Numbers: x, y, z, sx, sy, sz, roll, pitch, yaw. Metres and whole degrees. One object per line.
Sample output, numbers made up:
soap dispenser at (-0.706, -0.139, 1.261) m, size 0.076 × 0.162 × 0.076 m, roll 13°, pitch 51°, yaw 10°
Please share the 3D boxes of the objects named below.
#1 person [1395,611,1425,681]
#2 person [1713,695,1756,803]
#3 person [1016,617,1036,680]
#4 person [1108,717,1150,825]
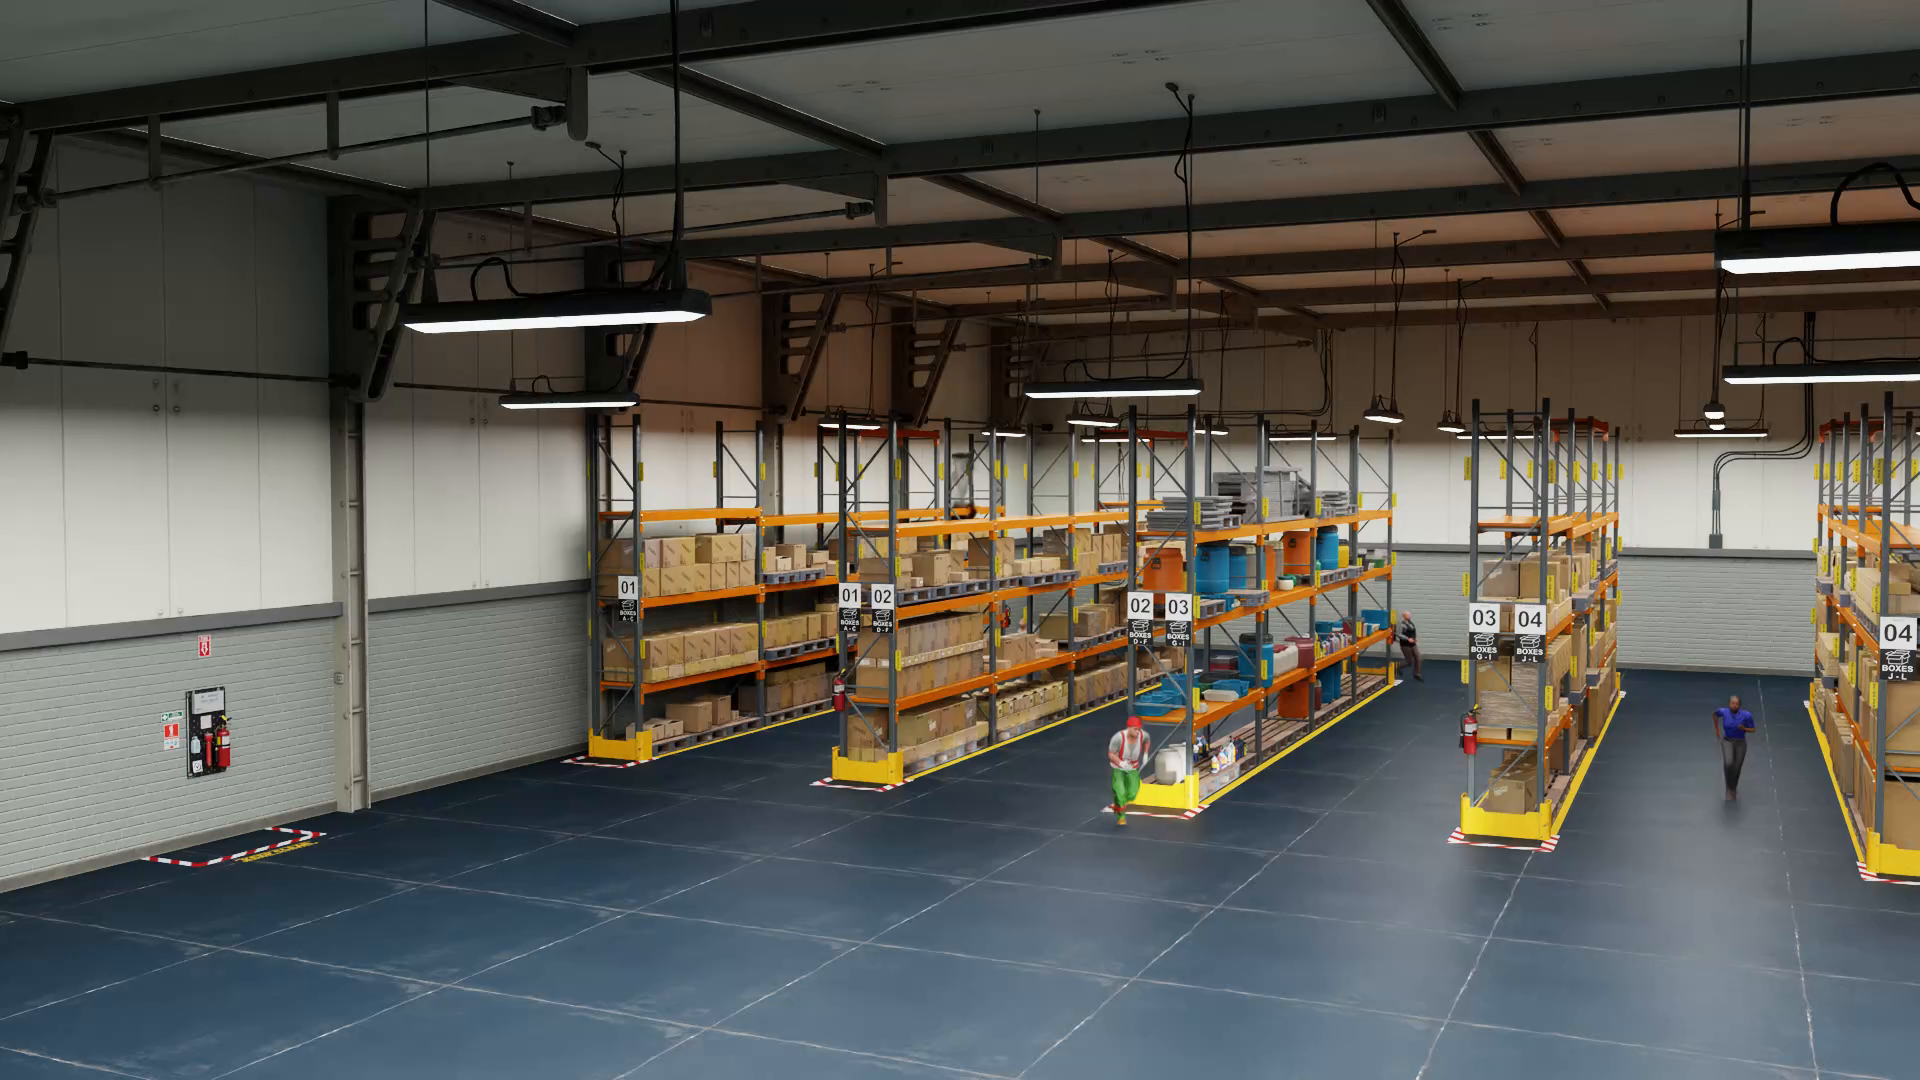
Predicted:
person at (10.703, 2.543, 39.860) m, size 0.701 × 1.708 × 0.794 m, roll -2°, pitch 3°, yaw -43°
person at (11.784, 3.155, 25.321) m, size 0.569 × 1.637 × 0.907 m, roll 1°, pitch 2°, yaw 20°
person at (1.523, 2.607, 38.577) m, size 0.579 × 1.633 × 0.638 m, roll 1°, pitch 3°, yaw 30°
person at (2.394, 3.244, 23.373) m, size 0.682 × 1.593 × 0.799 m, roll -1°, pitch 2°, yaw -15°
